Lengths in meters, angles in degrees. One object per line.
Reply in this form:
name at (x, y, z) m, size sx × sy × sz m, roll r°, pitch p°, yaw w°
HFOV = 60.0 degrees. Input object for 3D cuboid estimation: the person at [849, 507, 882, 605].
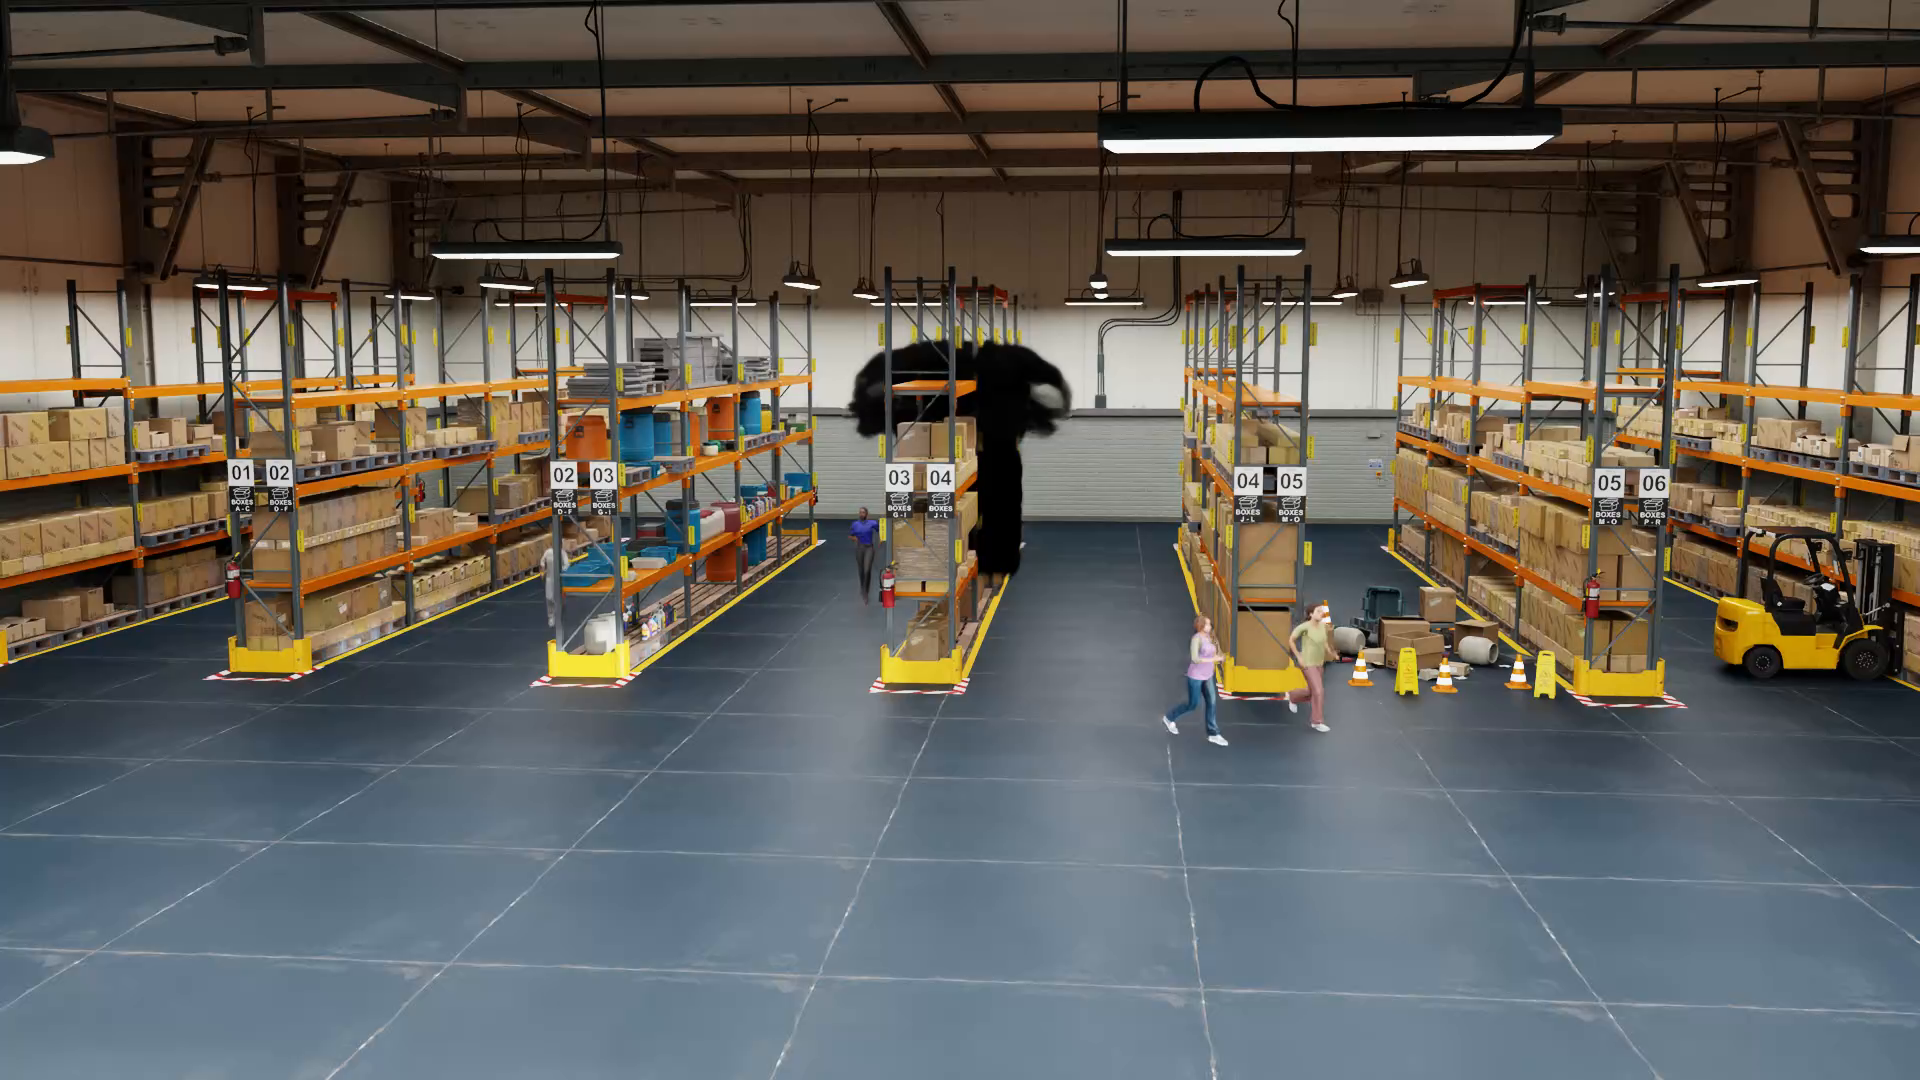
person at (-1.719, 0.267, 30.207) m, size 0.581 × 1.748 × 0.737 m, roll 1°, pitch 7°, yaw 10°

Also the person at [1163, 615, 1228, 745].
person at (2.942, 1.703, 20.531) m, size 0.851 × 1.586 × 0.537 m, roll 5°, pitch 9°, yaw 37°

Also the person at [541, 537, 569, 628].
person at (-6.997, 0.724, 28.721) m, size 0.506 × 1.592 × 0.650 m, roll -1°, pitch 7°, yaw -8°

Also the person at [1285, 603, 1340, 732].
person at (4.473, 1.601, 21.453) m, size 0.563 × 1.641 × 0.822 m, roll -5°, pitch 8°, yaw -35°
